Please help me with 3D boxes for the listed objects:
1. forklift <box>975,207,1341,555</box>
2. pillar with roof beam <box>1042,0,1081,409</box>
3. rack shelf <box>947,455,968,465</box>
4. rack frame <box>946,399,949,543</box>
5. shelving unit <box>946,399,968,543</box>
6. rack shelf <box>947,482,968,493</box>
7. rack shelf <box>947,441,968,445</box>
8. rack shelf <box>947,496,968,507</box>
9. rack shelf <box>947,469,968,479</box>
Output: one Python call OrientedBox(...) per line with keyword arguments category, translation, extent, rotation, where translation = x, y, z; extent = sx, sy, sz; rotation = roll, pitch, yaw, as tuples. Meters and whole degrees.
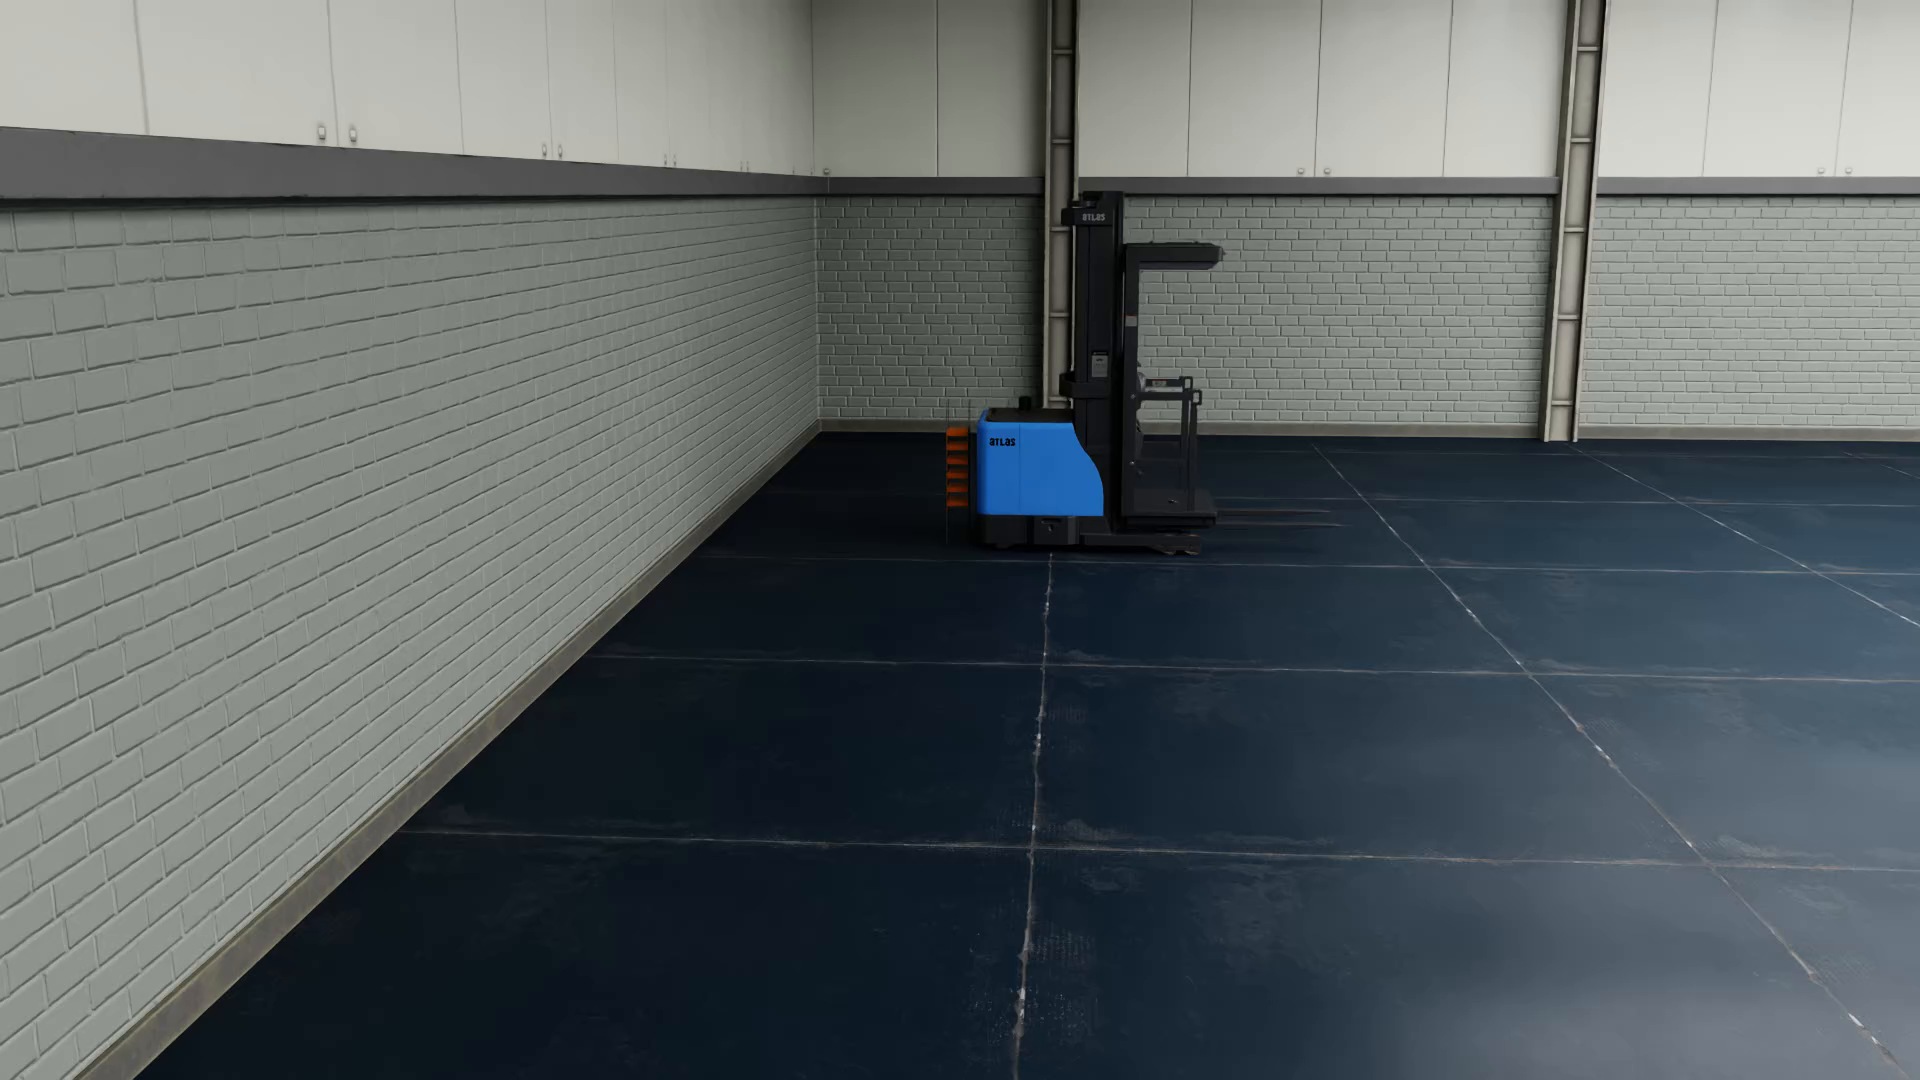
OrientedBox(category="forklift", translation=(1.664, -1.360, 13.936), extent=(3.031, 2.797, 1.129), rotation=(1, 12, 4))
OrientedBox(category="pillar with roof beam", translation=(0.924, -4.817, 15.317), extent=(0.400, 9.000, 9.100), rotation=(1, 12, 4))
OrientedBox(category="rack shelf", translation=(-0.014, -0.661, 14.131), extent=(0.180, 0.103, 0.258), rotation=(1, 12, 4))
OrientedBox(category="rack frame", translation=(-0.106, -0.589, 14.152), extent=(0.006, 1.200, 0.240), rotation=(1, 12, 4))
OrientedBox(category="shelving unit", translation=(-0.017, -0.588, 14.146), extent=(0.184, 1.200, 0.258), rotation=(1, 12, 4))
OrientedBox(category="rack shelf", translation=(-0.014, -0.427, 14.180), extent=(0.180, 0.103, 0.258), rotation=(1, 12, 4))
OrientedBox(category="rack shelf", translation=(-0.014, -0.806, 14.101), extent=(0.171, 0.034, 0.221), rotation=(1, 12, 4))
OrientedBox(category="rack shelf", translation=(-0.014, -0.309, 14.204), extent=(0.180, 0.103, 0.258), rotation=(1, 12, 4))
OrientedBox(category="rack shelf", translation=(-0.014, -0.544, 14.155), extent=(0.180, 0.103, 0.258), rotation=(1, 12, 4))
